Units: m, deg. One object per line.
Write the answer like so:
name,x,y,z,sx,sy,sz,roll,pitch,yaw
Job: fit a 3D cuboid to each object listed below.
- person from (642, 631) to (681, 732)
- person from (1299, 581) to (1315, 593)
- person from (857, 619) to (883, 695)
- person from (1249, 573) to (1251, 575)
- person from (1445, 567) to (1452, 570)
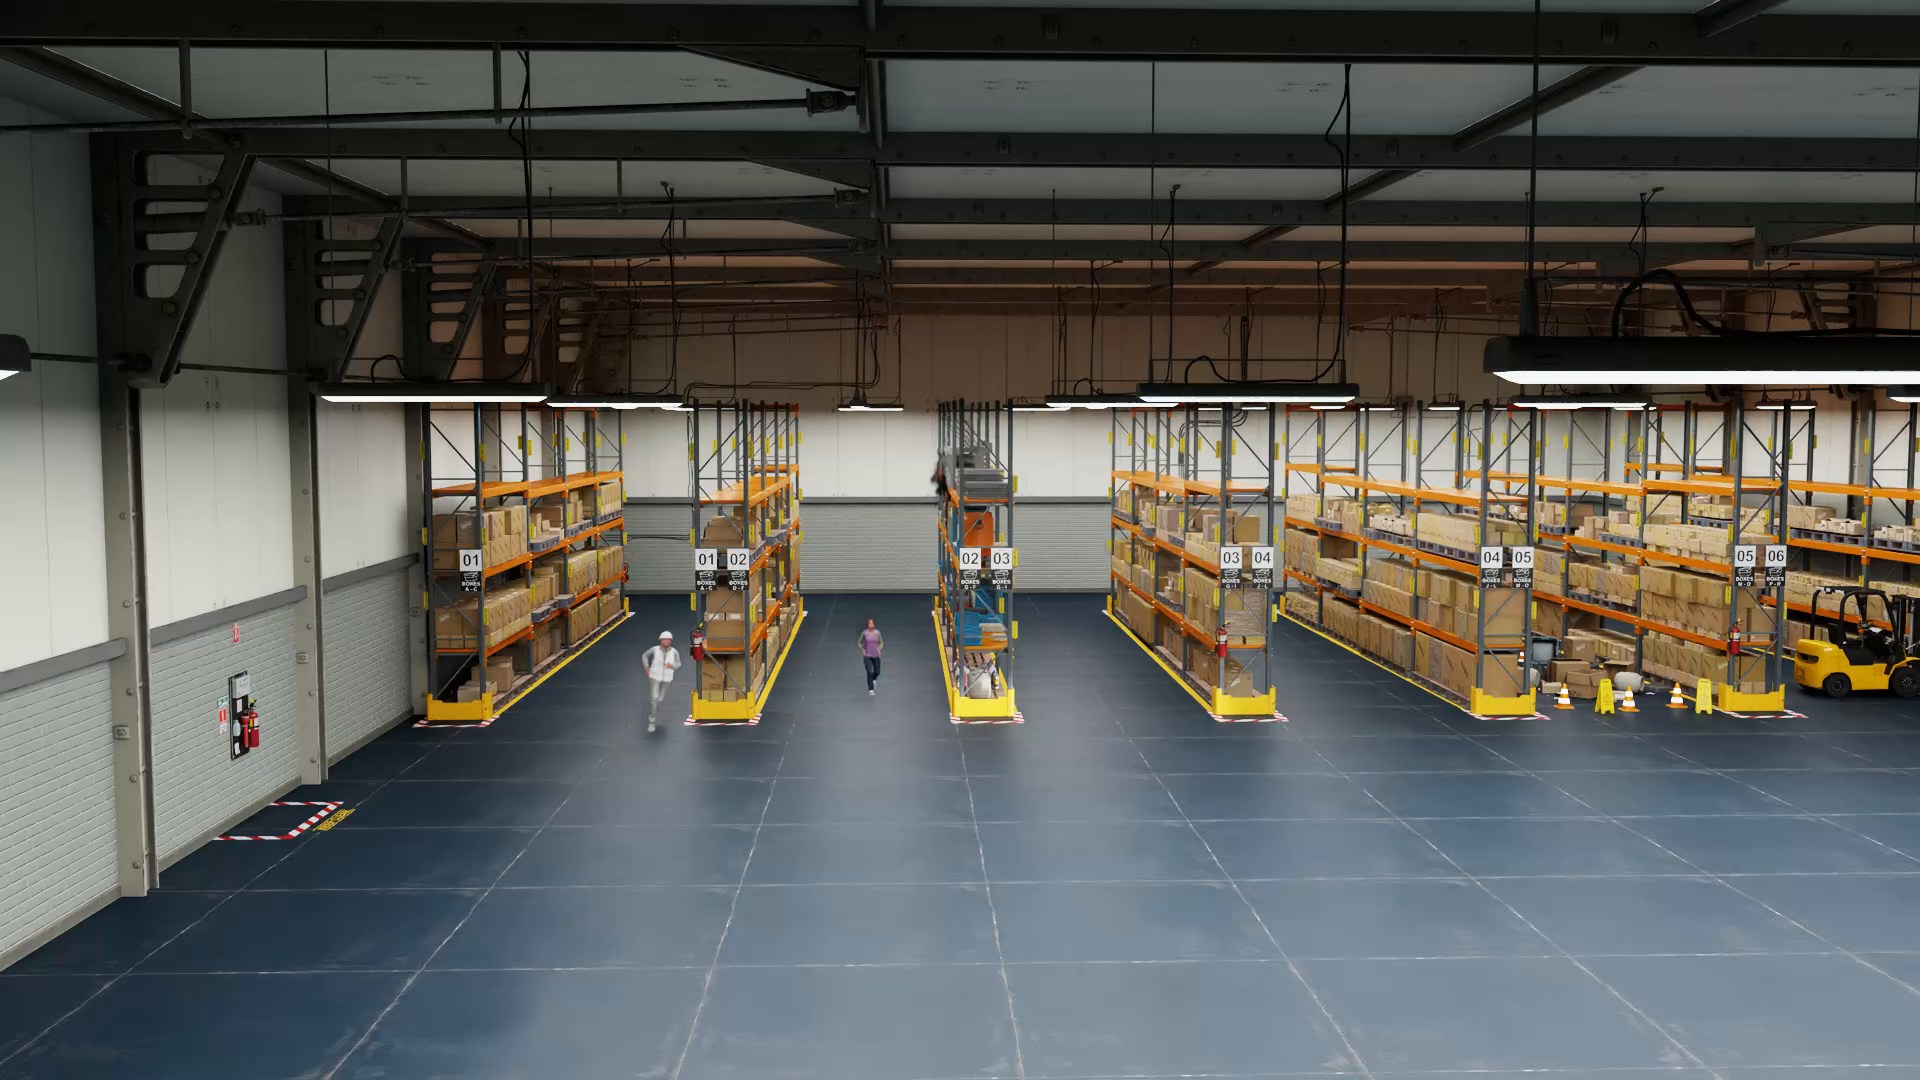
person,-5.453,2.548,30.371,0.700,1.777,0.881,-2,5,-24
person,10.304,1.156,48.967,0.747,1.749,0.804,1,4,12
person,-1.824,2.372,33.925,0.535,1.548,0.567,-1,4,-11
person,8.036,1.273,47.683,0.579,1.695,0.952,2,5,25
person,14.652,1.189,49.334,0.610,1.612,0.646,2,5,27
